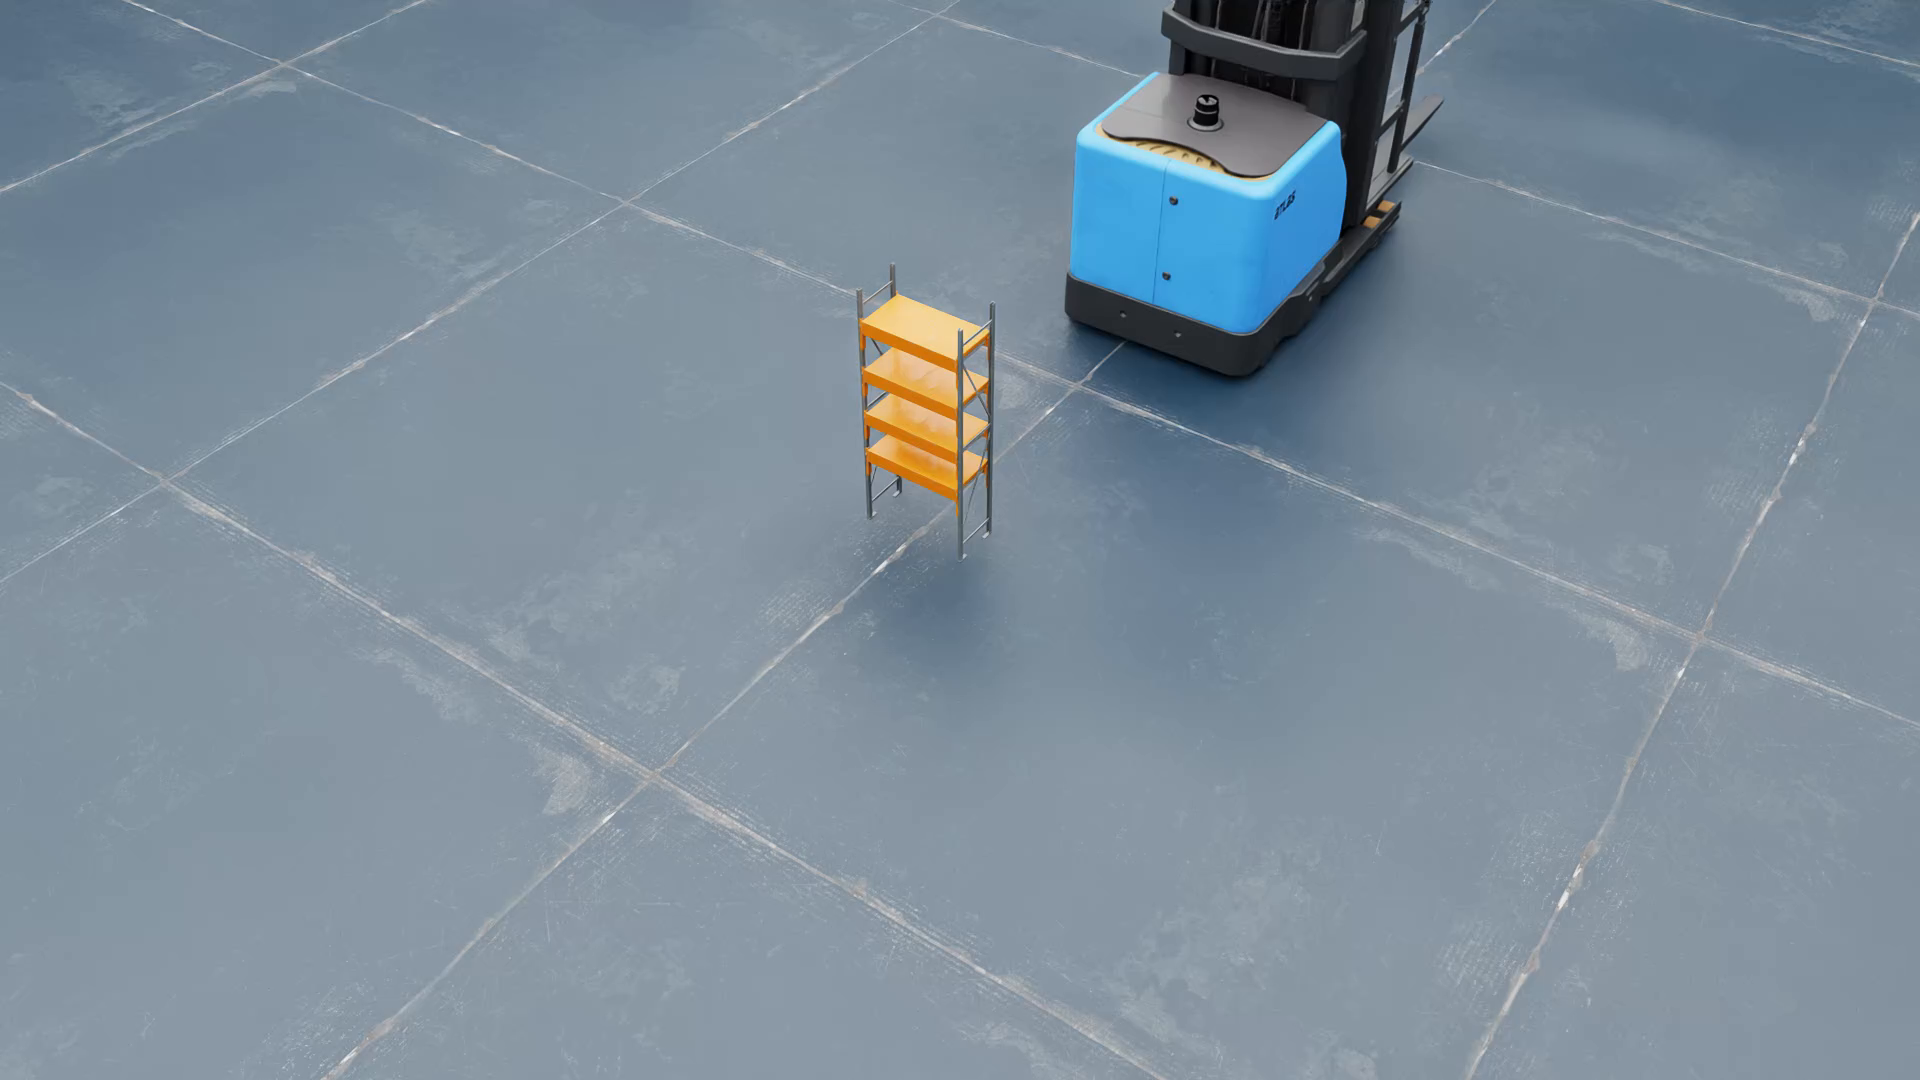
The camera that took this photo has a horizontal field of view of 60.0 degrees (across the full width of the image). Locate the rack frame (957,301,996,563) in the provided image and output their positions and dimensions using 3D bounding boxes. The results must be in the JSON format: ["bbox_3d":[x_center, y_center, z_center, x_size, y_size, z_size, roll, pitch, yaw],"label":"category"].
[{"bbox_3d":[0.064,-0.417,6.816,0.015,1.200,0.240,25,48,25],"label":"rack frame"}]

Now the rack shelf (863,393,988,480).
[{"bbox_3d":[-0.136,-0.460,6.966,0.480,0.148,0.258,25,48,25],"label":"rack shelf"}]

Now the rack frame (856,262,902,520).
[{"bbox_3d":[-0.335,-0.604,7.025,0.015,1.200,0.240,25,48,25],"label":"rack frame"}]

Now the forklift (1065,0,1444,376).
[{"bbox_3d":[1.761,-2.838,8.224,1.130,2.935,3.031,24,47,24],"label":"forklift"}]

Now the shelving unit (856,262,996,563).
[{"bbox_3d":[-0.136,-0.511,6.921,0.503,1.200,0.258,25,48,25],"label":"shelving unit"}]

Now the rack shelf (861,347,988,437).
[{"bbox_3d":[-0.136,-0.627,6.816,0.480,0.148,0.258,25,48,25],"label":"rack shelf"}]

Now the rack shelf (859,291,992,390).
[{"bbox_3d":[-0.136,-0.803,6.659,0.480,0.148,0.258,25,48,25],"label":"rack shelf"}]

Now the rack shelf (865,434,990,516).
[{"bbox_3d":[-0.136,-0.312,7.098,0.480,0.148,0.258,25,48,25],"label":"rack shelf"}]
